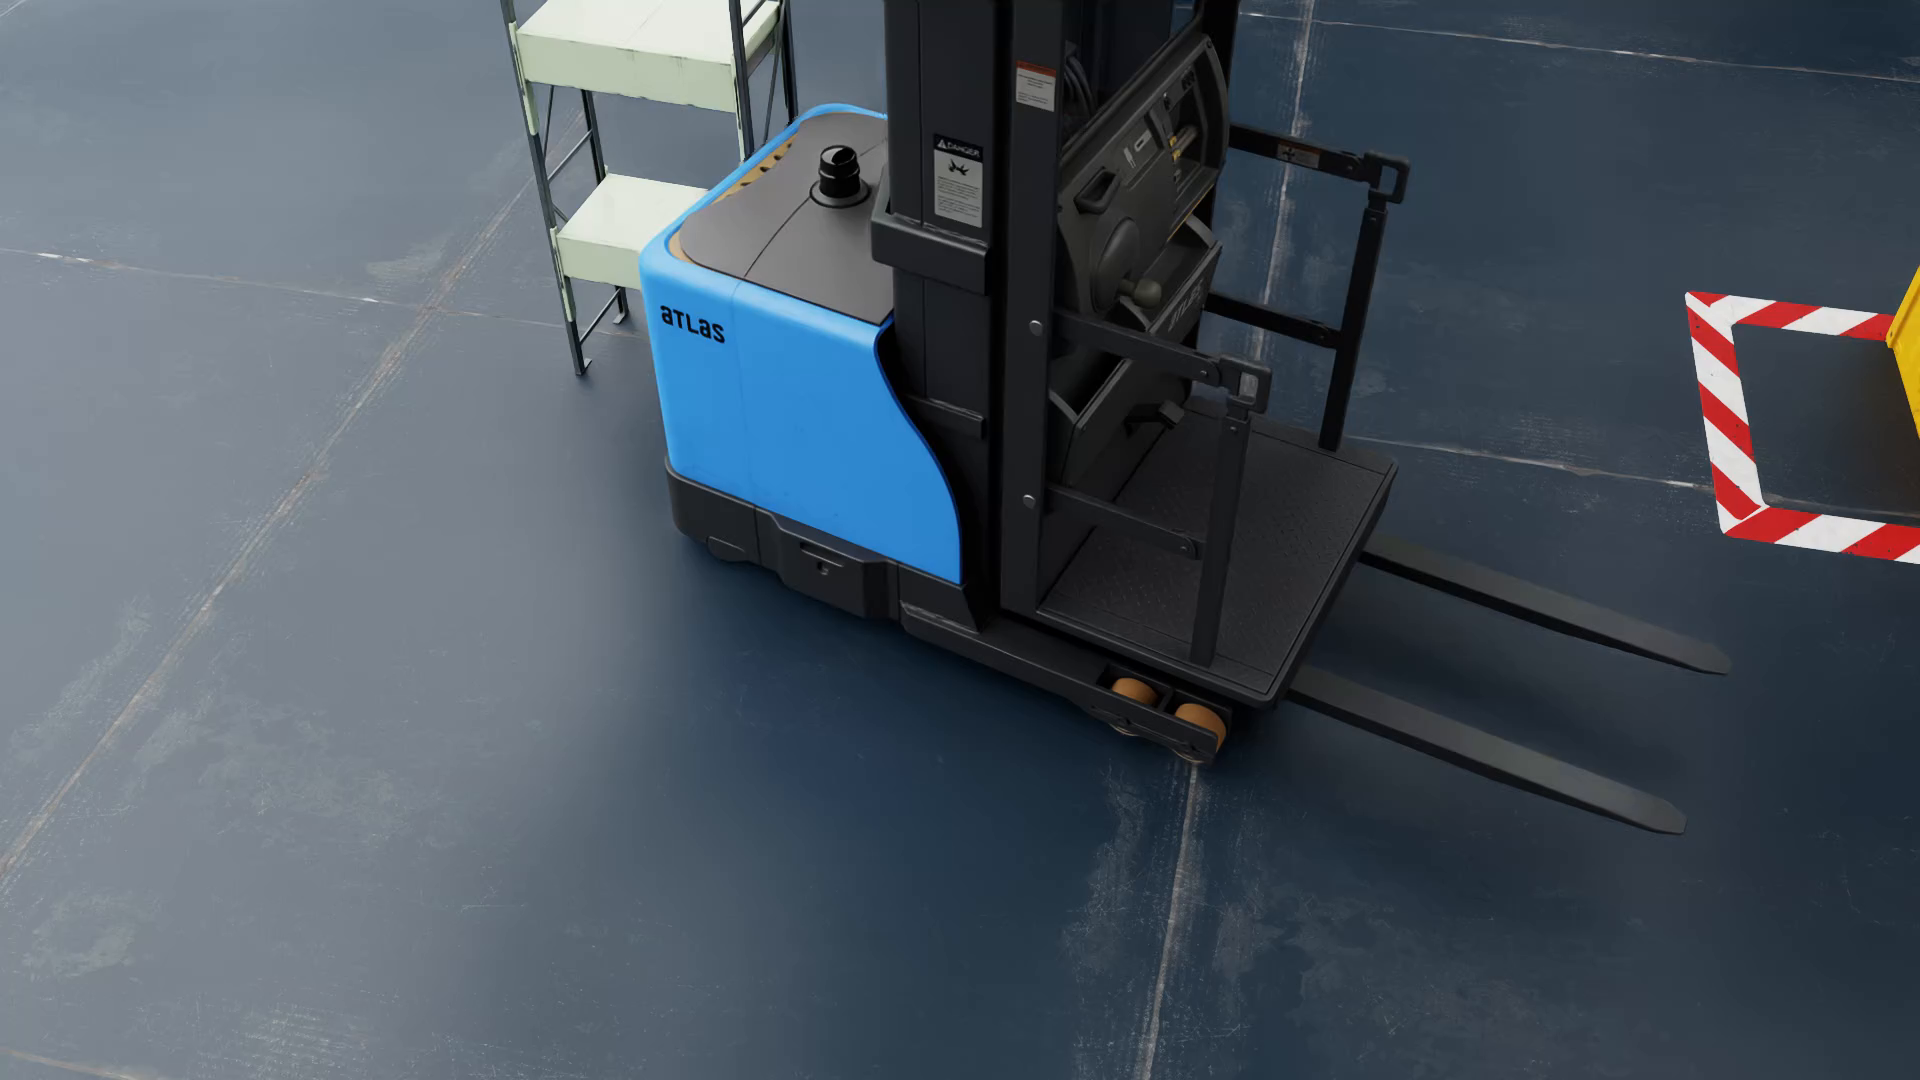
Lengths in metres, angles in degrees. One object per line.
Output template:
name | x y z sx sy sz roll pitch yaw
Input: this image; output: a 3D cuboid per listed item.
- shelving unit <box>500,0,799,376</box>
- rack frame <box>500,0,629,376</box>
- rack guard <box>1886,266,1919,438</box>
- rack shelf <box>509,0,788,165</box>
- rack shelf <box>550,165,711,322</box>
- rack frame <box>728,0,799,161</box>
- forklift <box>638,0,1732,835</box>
shelving unit | -0.936 -1.181 5.396 0.755 1.500 0.431 12 45 12
rack frame | -1.287 -1.253 5.471 0.023 1.500 0.400 12 45 12
rack guard | 3.400 -0.531 5.441 0.348 0.500 1.175 9 45 9
rack shelf | -0.936 -1.463 5.125 0.720 0.370 0.431 12 45 12
rack shelf | -0.936 -0.947 5.622 0.720 0.370 0.431 12 45 12
rack frame | -0.585 -1.109 5.321 0.023 1.500 0.400 12 45 12
forklift | 0.643 -0.865 4.035 3.031 2.935 1.130 21 48 20
